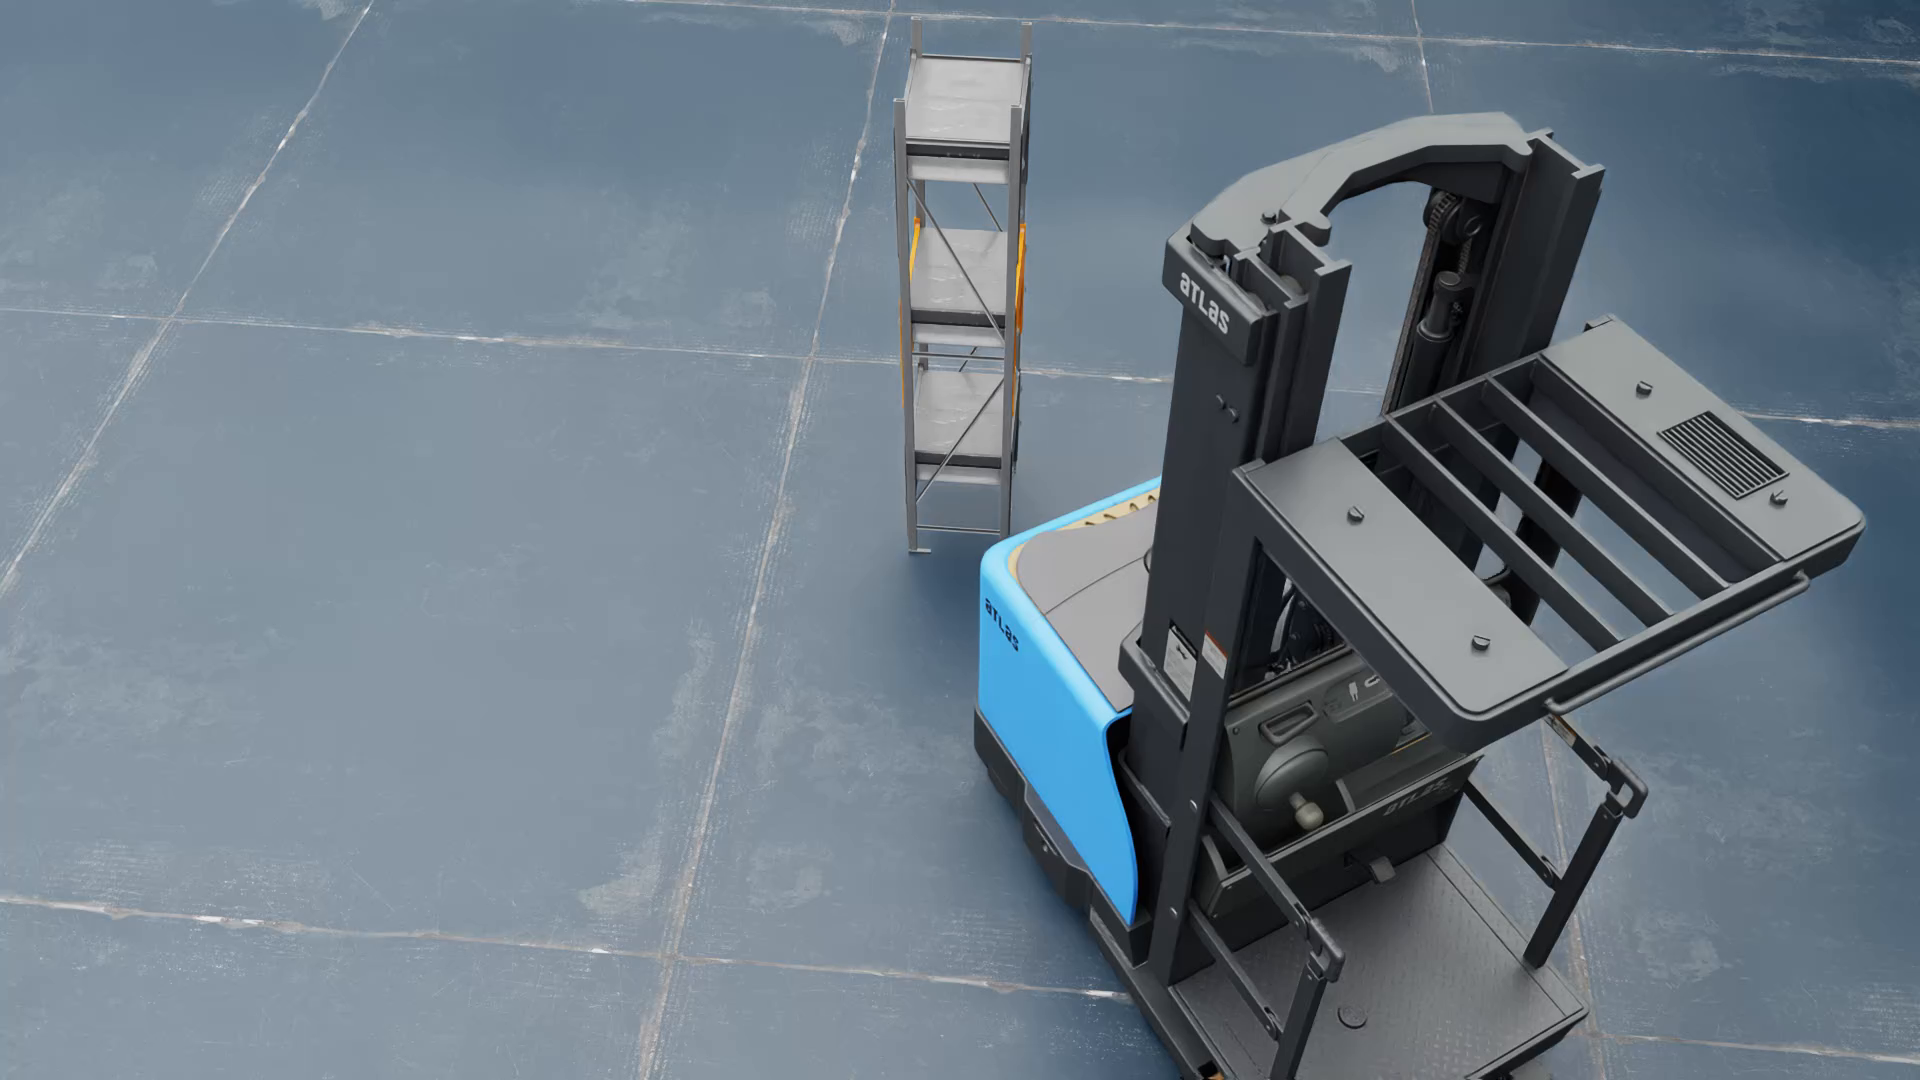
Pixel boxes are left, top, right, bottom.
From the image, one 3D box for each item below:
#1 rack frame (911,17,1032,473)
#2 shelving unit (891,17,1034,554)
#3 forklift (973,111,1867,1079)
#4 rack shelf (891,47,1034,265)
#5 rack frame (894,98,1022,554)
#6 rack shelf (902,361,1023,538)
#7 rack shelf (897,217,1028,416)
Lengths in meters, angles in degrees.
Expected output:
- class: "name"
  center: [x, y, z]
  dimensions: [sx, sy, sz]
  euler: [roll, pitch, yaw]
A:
- class: "rack frame"
  center: [0.037, -1.010, 6.276]
  dimensions: [0.400, 2.100, 0.015]
  euler: [4, 48, 4]
- class: "shelving unit"
  center: [0.015, -0.830, 6.112]
  dimensions: [0.431, 2.100, 0.503]
  euler: [4, 48, 4]
- class: "forklift"
  center: [1.200, 0.549, 4.287]
  dimensions: [1.130, 2.935, 3.031]
  euler: [-22, 51, -19]
- class: "rack shelf"
  center: [0.015, -1.294, 5.606]
  dimensions: [0.431, 0.518, 0.480]
  euler: [4, 48, 4]
- class: "rack frame"
  center: [-0.007, -0.651, 5.948]
  dimensions: [0.400, 2.100, 0.015]
  euler: [4, 48, 4]
- class: "rack shelf"
  center: [0.015, -0.349, 6.639]
  dimensions: [0.431, 0.518, 0.480]
  euler: [4, 48, 4]
- class: "rack shelf"
  center: [0.015, -0.821, 6.122]
  dimensions: [0.431, 0.518, 0.480]
  euler: [4, 48, 4]
